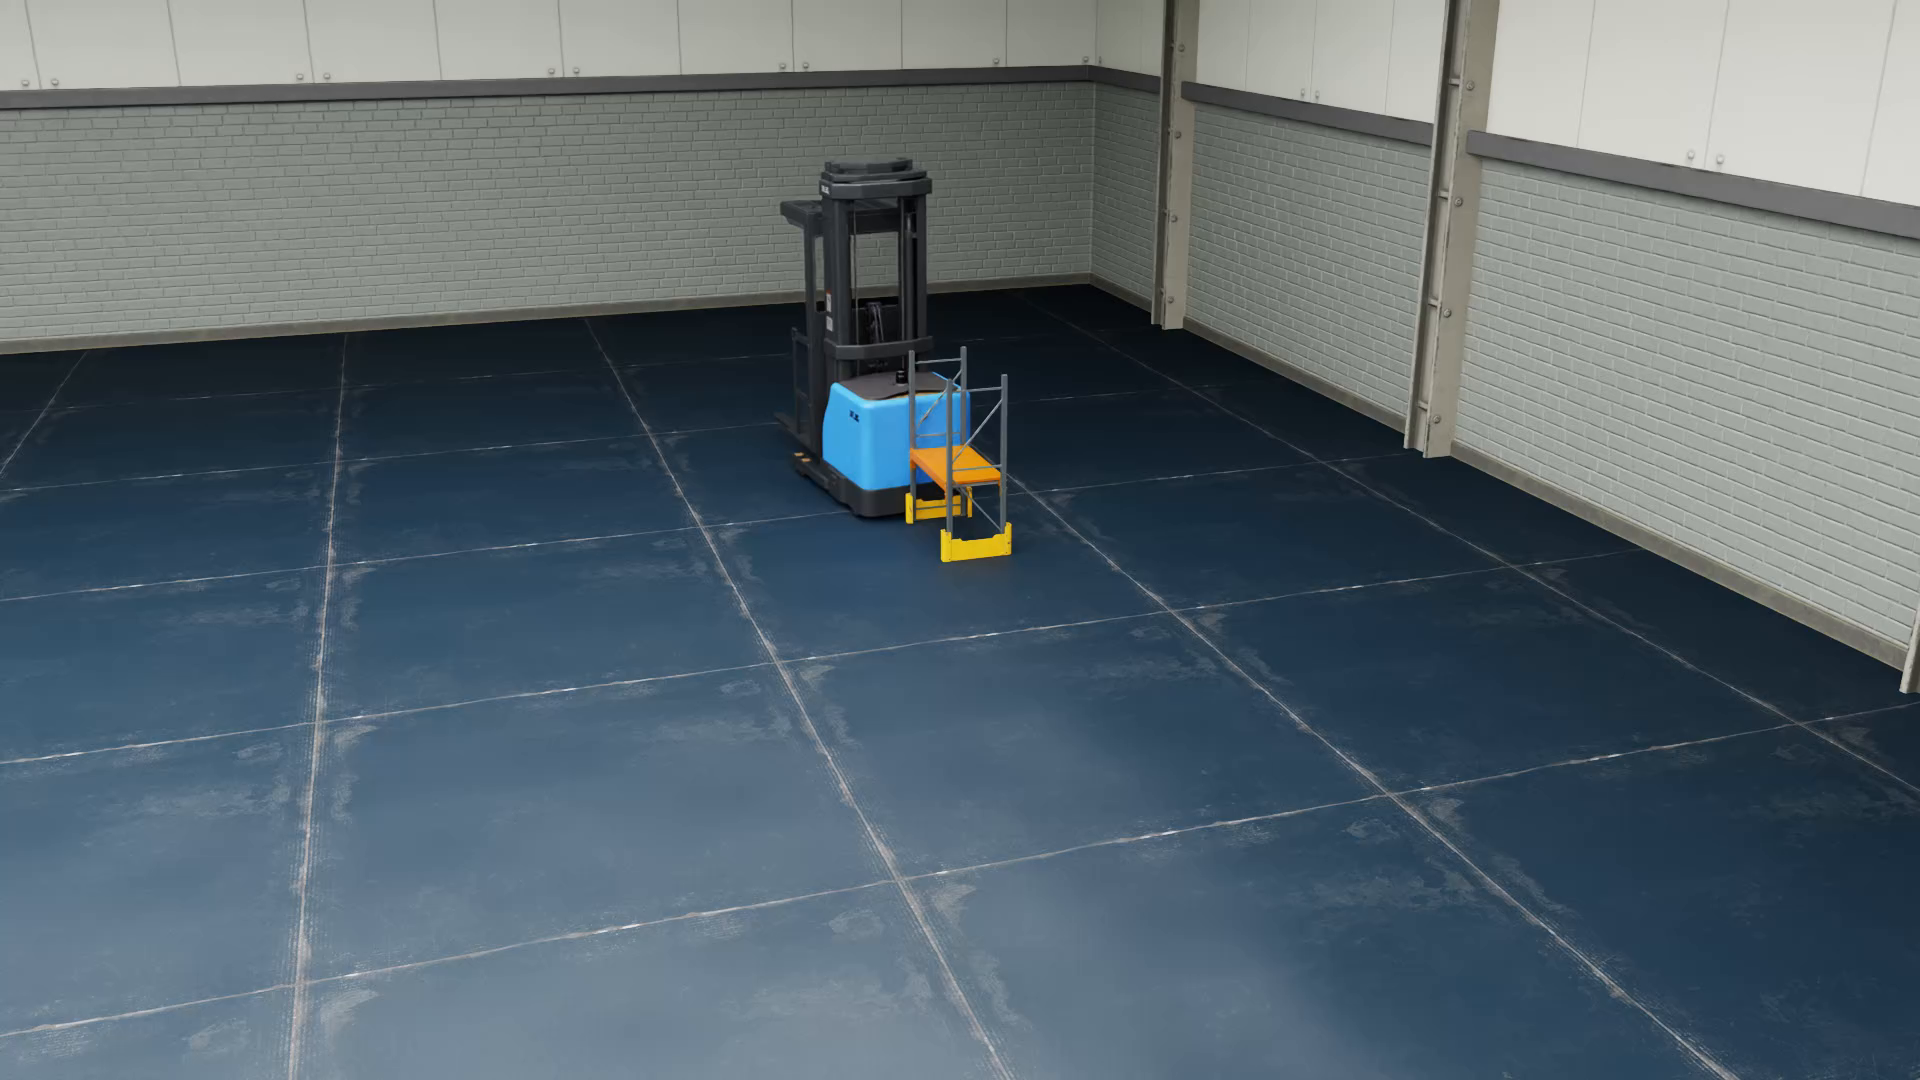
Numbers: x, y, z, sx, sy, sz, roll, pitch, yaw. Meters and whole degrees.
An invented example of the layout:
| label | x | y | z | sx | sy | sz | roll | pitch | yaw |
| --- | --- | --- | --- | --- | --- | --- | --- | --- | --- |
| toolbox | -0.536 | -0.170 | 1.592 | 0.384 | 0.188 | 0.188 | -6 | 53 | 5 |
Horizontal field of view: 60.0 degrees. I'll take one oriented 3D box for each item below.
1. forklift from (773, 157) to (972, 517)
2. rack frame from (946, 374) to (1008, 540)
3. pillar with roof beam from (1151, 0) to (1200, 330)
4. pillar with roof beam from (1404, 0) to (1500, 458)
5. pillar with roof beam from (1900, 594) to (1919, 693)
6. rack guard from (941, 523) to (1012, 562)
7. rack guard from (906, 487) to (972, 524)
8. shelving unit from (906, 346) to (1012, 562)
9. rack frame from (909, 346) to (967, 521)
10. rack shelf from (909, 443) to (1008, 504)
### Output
| label | x | y | z | sx | sy | sz | roll | pitch | yaw |
| --- | --- | --- | --- | --- | --- | --- | --- | --- | --- |
| forklift | -0.960 | -2.035 | 15.246 | 1.130 | 2.935 | 3.031 | -9 | 22 | -23 |
| rack frame | 0.134 | -0.570 | 13.284 | 0.500 | 1.500 | 0.032 | -6 | 21 | -17 |
| pillar with roof beam | -1.372 | -6.578 | 18.917 | 9.100 | 9.000 | 0.400 | -6 | 21 | -17 |
| pillar with roof beam | 0.514 | -4.652 | 13.557 | 9.100 | 9.000 | 0.400 | -6 | 21 | -17 |
| pillar with roof beam | 2.400 | -2.727 | 8.196 | 9.100 | 9.000 | 0.400 | -6 | 21 | -17 |
| rack guard | 0.133 | 0.018 | 13.497 | 0.587 | 0.250 | 0.087 | -6 | 21 | -17 |
| rack guard | -0.181 | -0.302 | 14.386 | 0.587 | 0.250 | 0.087 | -6 | 21 | -17 |
| shelving unit | -0.024 | -0.730 | 13.730 | 0.587 | 1.500 | 1.083 | -6 | 21 | -17 |
| rack frame | -0.187 | -0.896 | 14.192 | 0.500 | 1.500 | 0.032 | -6 | 21 | -17 |
| rack shelf | -0.026 | -0.564 | 13.799 | 0.538 | 0.185 | 1.000 | -6 | 21 | -17 |
